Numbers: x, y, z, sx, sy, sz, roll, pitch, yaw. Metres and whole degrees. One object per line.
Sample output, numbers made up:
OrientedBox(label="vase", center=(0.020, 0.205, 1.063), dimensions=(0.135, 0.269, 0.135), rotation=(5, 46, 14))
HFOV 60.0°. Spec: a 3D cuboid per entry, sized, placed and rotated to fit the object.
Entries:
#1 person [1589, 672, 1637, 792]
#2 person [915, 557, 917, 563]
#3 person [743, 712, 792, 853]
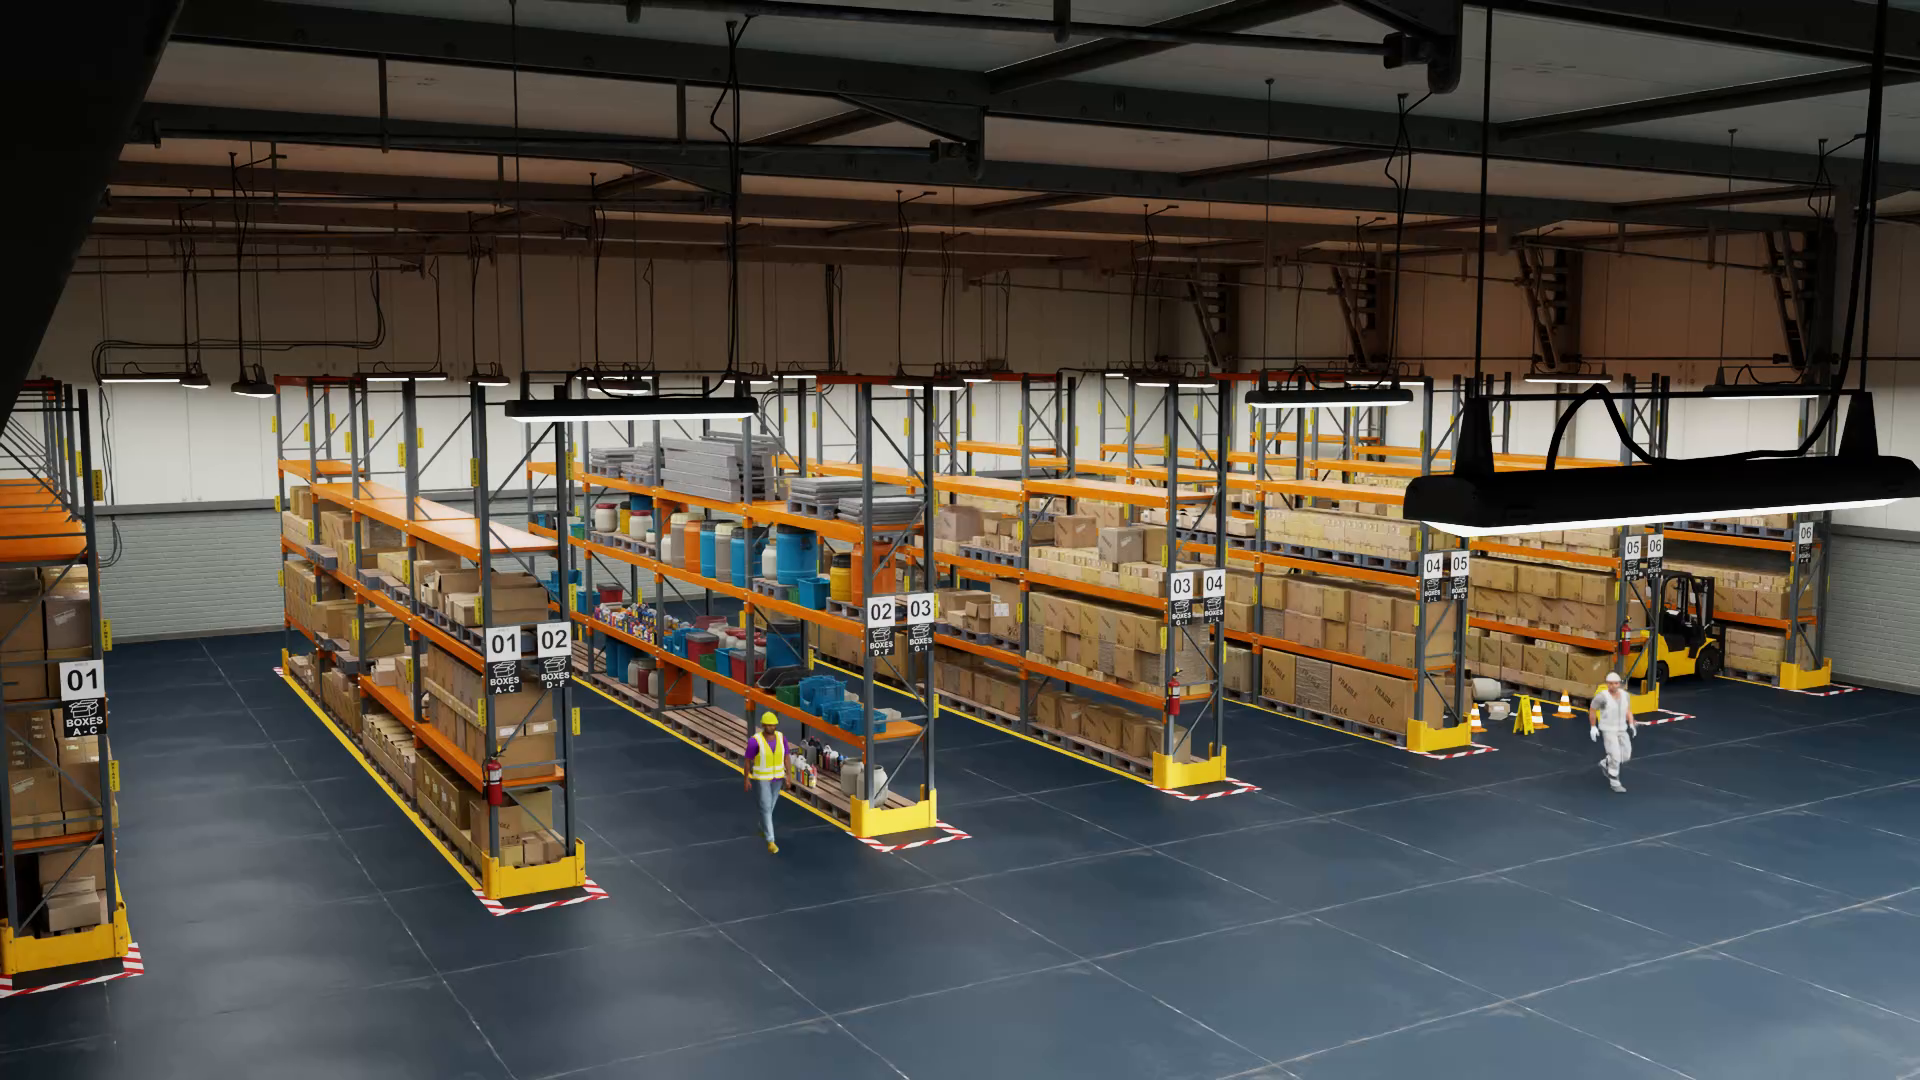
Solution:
OrientedBox(label="person", center=(9.560, 2.792, 24.444), dimensions=(0.586, 1.756, 0.678), rotation=(-2, 7, -17))
OrientedBox(label="person", center=(-1.112, 1.197, 38.859), dimensions=(0.603, 1.726, 1.067), rotation=(-3, 7, -27))
OrientedBox(label="person", center=(-2.456, 3.093, 21.569), dimensions=(0.610, 1.722, 0.925), rotation=(-5, 8, -36))
